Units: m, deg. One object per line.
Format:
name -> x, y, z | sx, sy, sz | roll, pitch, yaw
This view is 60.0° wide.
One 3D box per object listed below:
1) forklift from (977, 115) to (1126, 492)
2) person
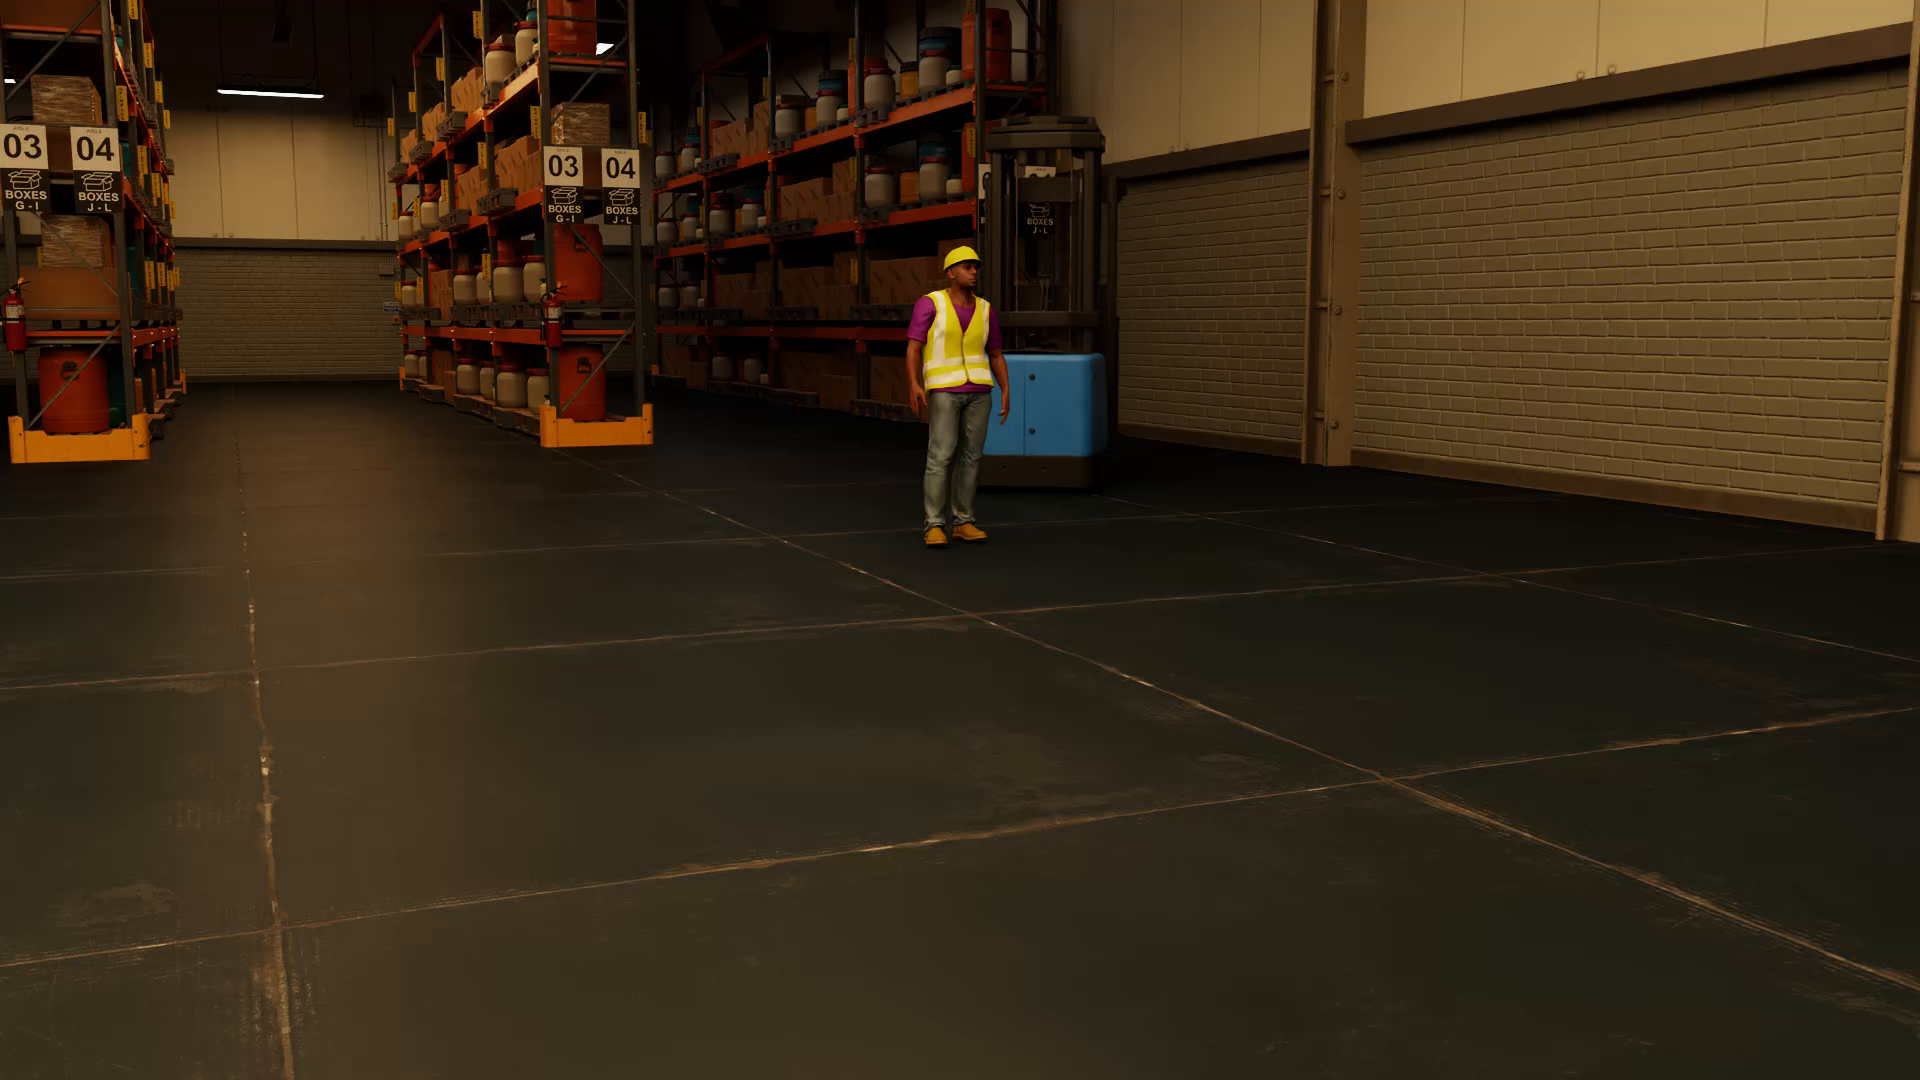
forklift -> 0.797, -1.981, 13.966 | 1.130, 2.935, 3.031 | 2, 8, 12
person -> 0.022, -0.874, 9.972 | 0.666, 1.765, 0.577 | -3, 8, -23
